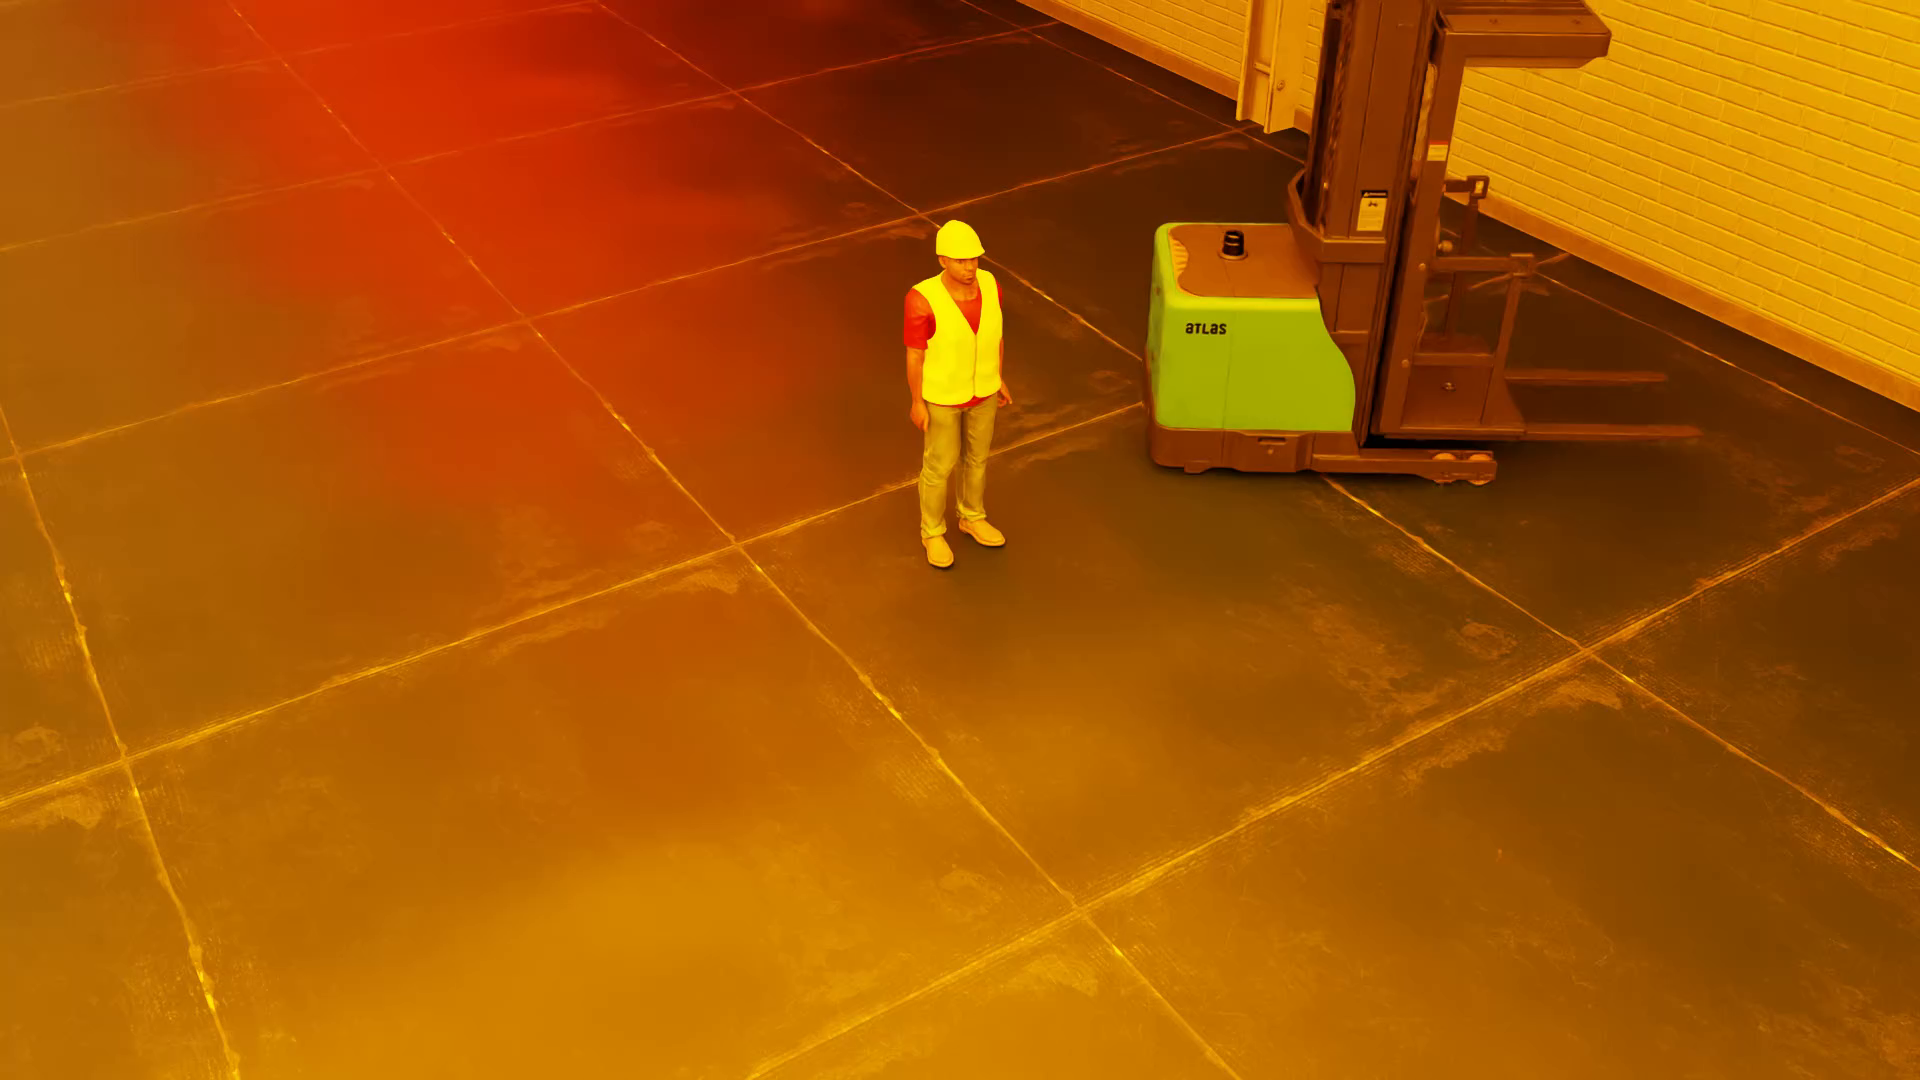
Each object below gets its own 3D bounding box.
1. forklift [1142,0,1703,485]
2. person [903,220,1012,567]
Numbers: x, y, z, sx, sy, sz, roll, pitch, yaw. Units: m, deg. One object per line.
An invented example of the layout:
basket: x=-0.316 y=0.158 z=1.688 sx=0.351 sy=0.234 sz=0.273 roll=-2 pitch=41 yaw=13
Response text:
forklift: x=2.584 y=-1.817 z=8.733 sx=3.031 sy=2.935 sz=1.130 roll=1 pitch=35 yaw=2
person: x=0.010 y=-0.724 z=8.192 sx=0.556 sy=1.770 sz=0.388 roll=-21 pitch=40 yaw=-27
